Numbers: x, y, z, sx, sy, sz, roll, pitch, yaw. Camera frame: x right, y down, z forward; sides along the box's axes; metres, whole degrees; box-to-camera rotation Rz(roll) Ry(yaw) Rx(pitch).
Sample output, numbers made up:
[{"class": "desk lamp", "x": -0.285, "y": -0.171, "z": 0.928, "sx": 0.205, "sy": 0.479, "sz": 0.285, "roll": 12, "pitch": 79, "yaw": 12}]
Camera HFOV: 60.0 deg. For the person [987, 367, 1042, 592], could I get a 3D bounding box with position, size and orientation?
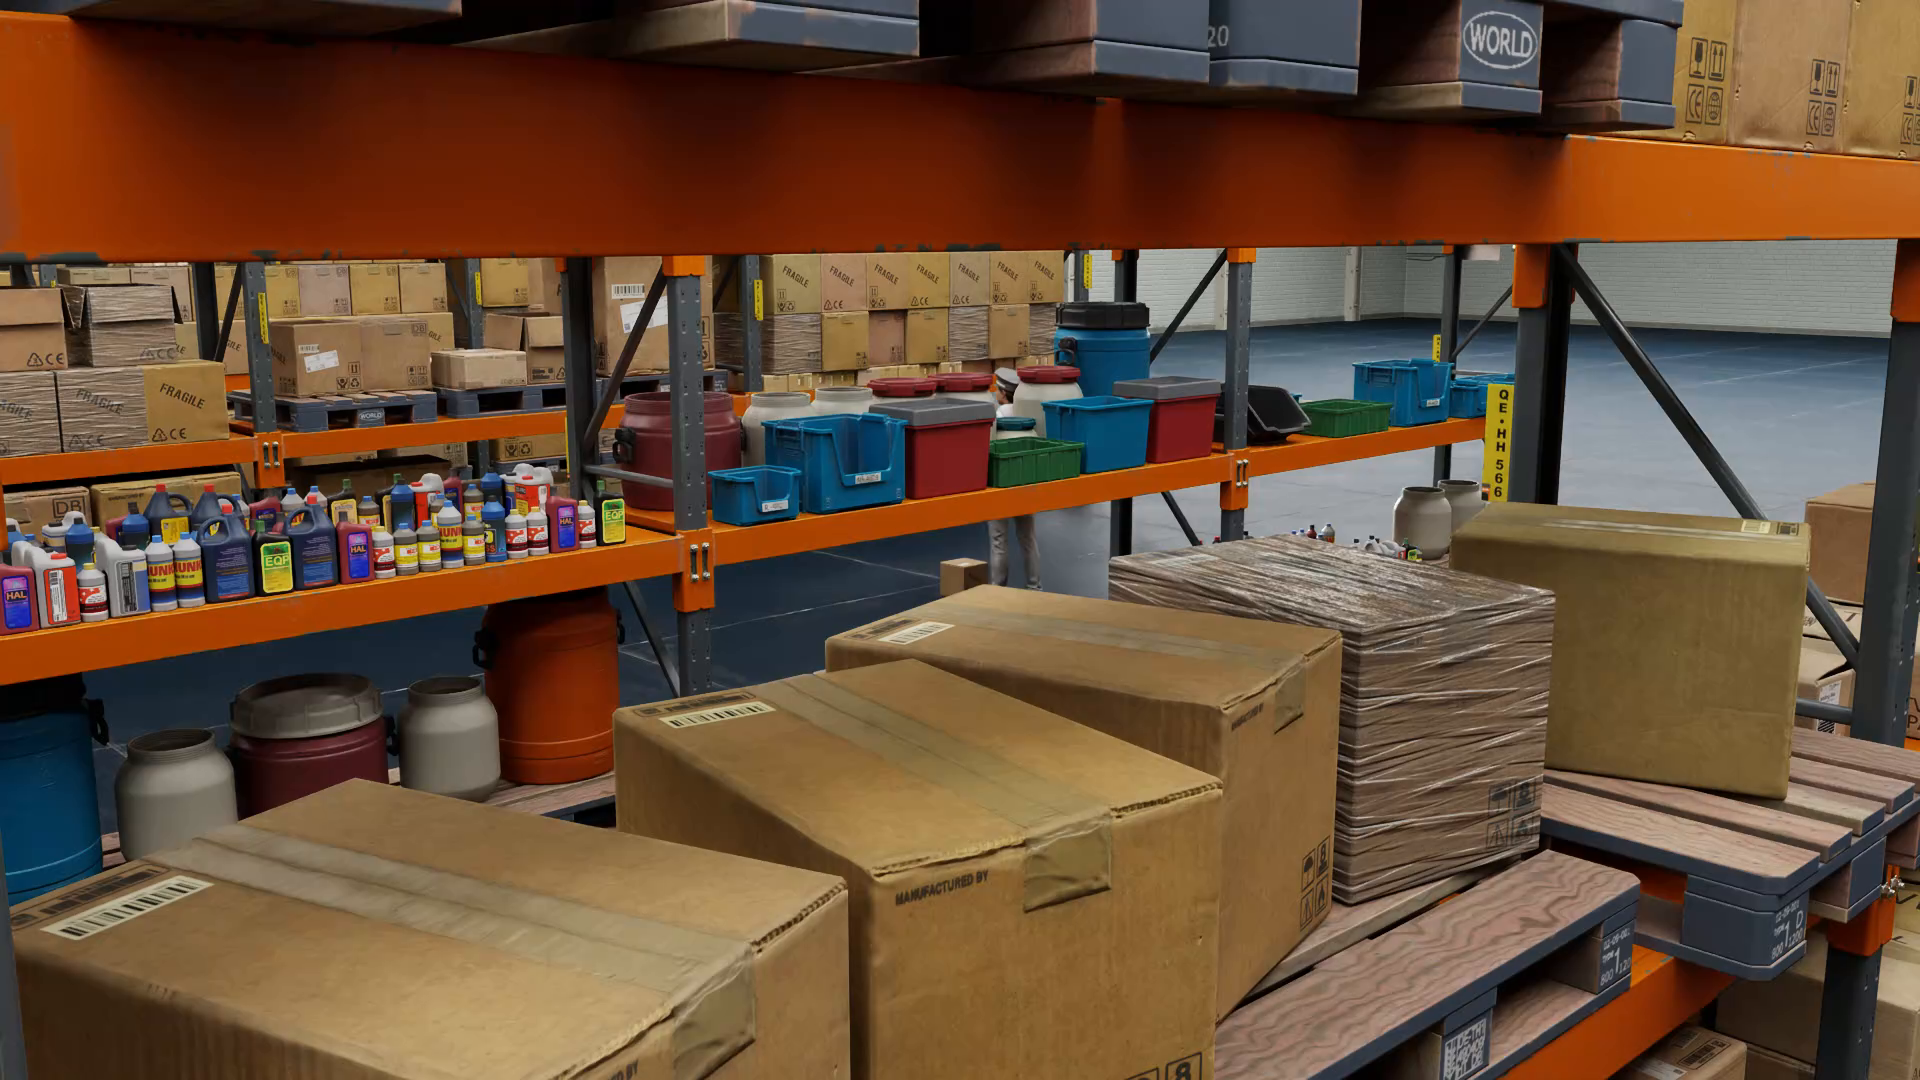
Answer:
[{"class": "person", "x": 0.352, "y": -0.356, "z": 11.744, "sx": 0.551, "sy": 1.727, "sz": 0.361, "roll": -7, "pitch": 13, "yaw": -34}]
